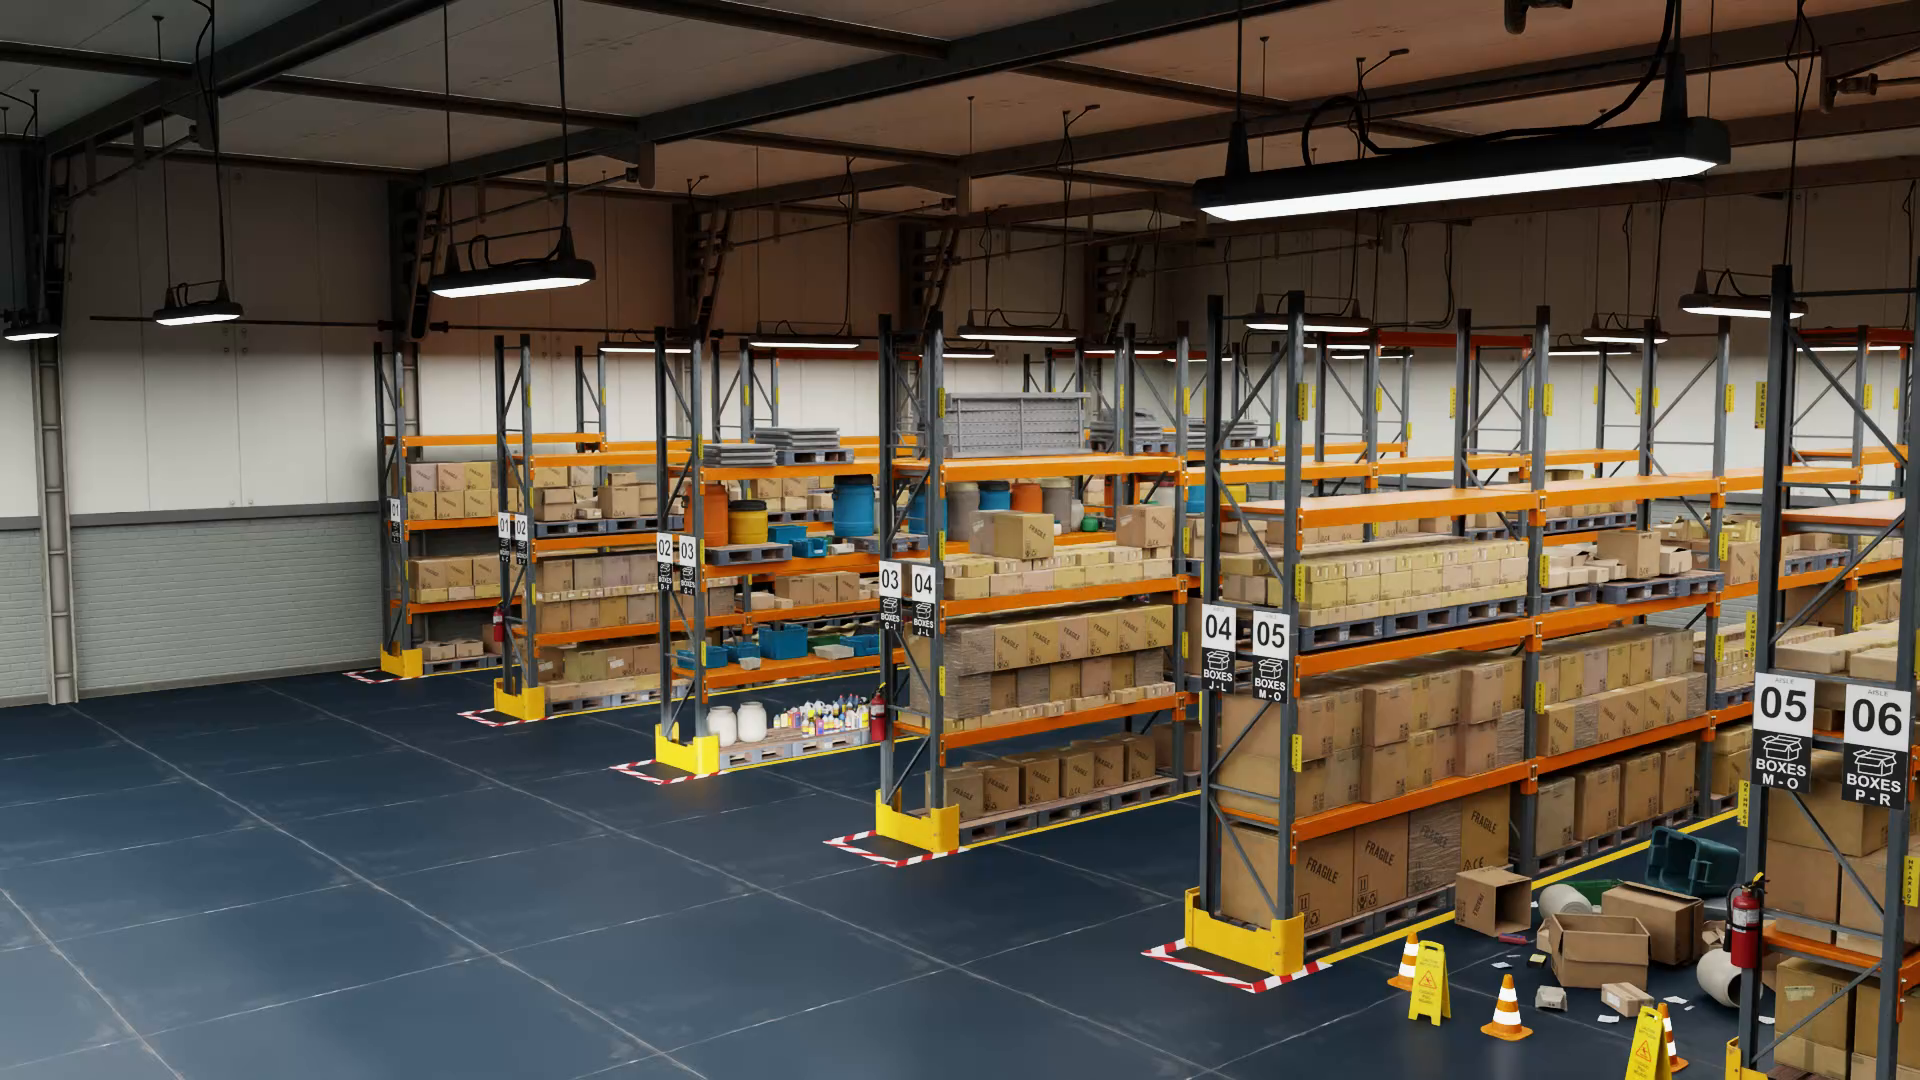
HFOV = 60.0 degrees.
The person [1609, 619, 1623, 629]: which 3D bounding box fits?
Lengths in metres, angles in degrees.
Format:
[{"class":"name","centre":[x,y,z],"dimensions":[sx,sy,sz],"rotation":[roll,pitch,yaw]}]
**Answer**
[{"class":"person","centre":[10.244,1.993,25.976],"dimensions":[1.033,1.580,0.450],"rotation":[-5,7,-43]}]

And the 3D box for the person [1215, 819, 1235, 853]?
[{"class":"person","centre":[3.295,2.664,18.547],"dimensions":[1.006,1.592,0.535],"rotation":[-1,5,-13]}]
